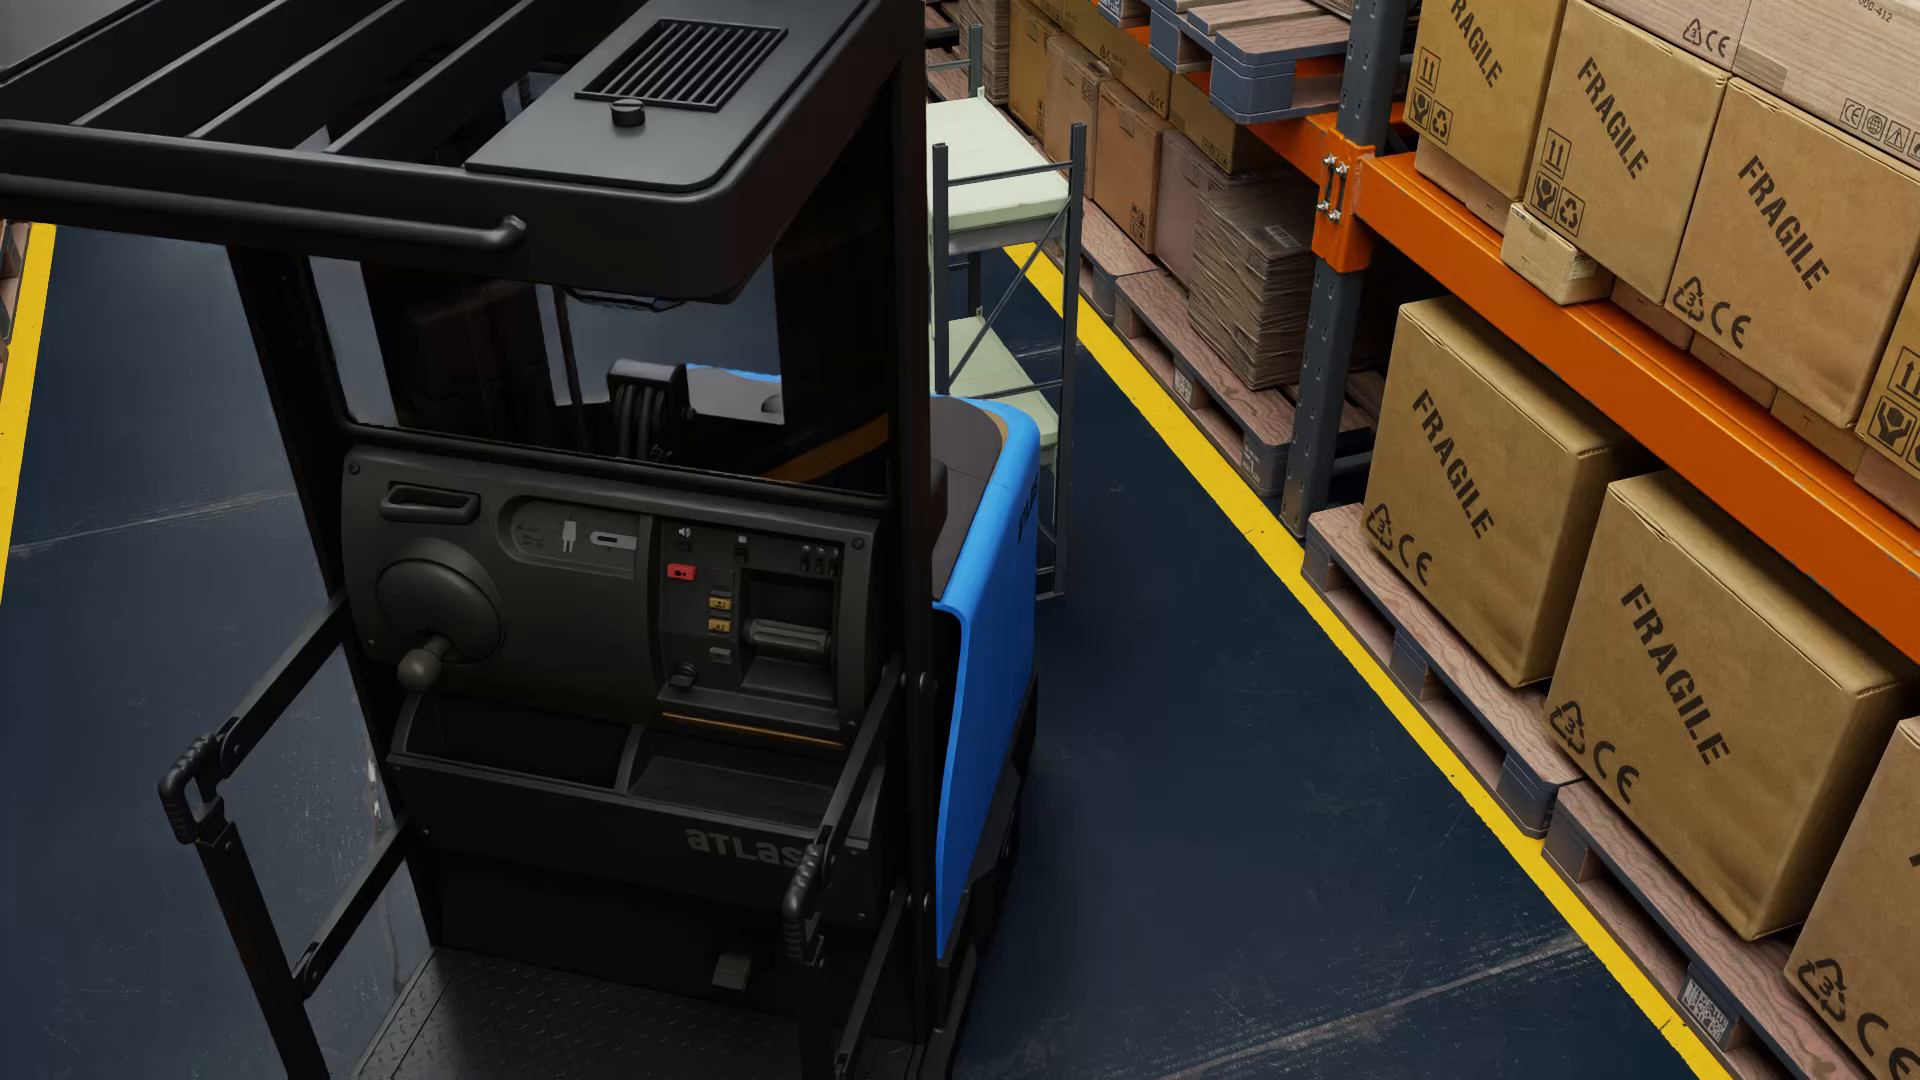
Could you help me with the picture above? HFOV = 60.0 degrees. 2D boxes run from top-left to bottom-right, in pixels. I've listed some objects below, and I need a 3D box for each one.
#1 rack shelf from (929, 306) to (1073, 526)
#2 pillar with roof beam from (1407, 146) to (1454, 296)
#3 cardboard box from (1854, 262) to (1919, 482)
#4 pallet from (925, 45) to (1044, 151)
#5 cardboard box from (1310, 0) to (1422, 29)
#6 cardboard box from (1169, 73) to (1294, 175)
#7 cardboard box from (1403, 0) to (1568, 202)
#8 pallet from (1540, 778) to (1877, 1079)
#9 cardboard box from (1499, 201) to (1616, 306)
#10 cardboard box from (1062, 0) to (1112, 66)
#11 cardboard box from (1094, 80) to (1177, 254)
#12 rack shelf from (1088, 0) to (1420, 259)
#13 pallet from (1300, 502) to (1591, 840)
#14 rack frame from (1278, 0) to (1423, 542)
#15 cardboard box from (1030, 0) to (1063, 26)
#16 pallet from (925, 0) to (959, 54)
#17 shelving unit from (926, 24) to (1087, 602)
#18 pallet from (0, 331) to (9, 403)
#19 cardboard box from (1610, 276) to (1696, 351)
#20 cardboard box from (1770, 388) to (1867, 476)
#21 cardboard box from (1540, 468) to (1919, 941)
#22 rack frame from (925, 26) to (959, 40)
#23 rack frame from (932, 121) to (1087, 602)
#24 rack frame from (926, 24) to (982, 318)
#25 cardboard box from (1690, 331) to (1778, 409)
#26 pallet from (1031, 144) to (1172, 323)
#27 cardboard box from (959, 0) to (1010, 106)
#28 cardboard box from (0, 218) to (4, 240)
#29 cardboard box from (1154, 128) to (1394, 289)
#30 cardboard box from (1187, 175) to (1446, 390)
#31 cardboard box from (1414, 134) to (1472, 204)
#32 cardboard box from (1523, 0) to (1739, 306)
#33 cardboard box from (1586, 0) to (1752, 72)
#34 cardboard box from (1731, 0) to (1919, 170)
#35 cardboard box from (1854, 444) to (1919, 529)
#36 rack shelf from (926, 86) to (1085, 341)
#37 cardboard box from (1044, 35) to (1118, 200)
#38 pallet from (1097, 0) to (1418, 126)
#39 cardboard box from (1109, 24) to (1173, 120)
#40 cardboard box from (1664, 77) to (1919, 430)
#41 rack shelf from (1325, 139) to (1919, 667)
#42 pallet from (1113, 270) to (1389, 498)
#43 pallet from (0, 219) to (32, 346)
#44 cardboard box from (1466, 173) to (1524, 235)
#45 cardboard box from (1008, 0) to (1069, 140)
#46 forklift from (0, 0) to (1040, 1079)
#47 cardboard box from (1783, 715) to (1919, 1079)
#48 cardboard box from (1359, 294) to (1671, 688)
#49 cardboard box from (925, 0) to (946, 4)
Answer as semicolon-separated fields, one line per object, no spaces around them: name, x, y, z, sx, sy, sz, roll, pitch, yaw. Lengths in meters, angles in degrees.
rack shelf;-0.002;-0.342;5.000;0.431;0.370;0.720;-12;39;-16
pillar with roof beam;-2.164;-3.750;2.749;9.100;9.000;0.400;-12;39;-16
cardboard box;1.968;-0.300;2.808;0.500;0.500;0.500;-11;38;-15
pallet;0.406;-2.038;7.780;1.003;0.211;1.213;-12;39;-16
cardboard box;1.342;-1.811;4.712;0.700;0.500;0.500;-17;40;-21
cardboard box;1.079;-1.539;5.889;0.500;0.250;0.500;-12;39;-15
cardboard box;1.440;-1.171;3.964;0.500;0.500;0.500;-11;38;-15
pallet;2.130;0.931;3.838;1.003;0.211;1.213;-12;39;-16
cardboard box;1.500;-0.693;3.870;0.380;0.149;0.250;-11;38;-15
cardboard box;0.743;-2.114;6.653;0.500;0.250;0.500;-14;39;-17
cardboard box;0.951;-1.495;6.453;0.700;0.500;0.500;-13;39;-16
rack shelf;0.825;-2.174;6.241;1.077;0.370;4.000;-12;39;-16
pallet;1.714;0.243;4.752;1.003;0.211;1.213;-12;39;-16
rack frame;1.513;-1.332;4.525;1.000;3.000;0.127;-12;39;-16
cardboard box;0.560;-2.408;7.042;0.500;0.250;0.500;-13;39;-17
pallet;-0.128;-2.849;8.858;1.003;0.211;1.213;-12;39;-16
shelving unit;-0.002;-0.603;4.804;0.431;1.500;0.755;-12;39;-16
pallet;-3.799;-0.351;5.541;1.003;0.211;1.213;-12;39;-16
cardboard box;1.702;-0.577;3.715;0.380;0.149;0.250;-13;39;-16
cardboard box;1.878;-0.284;3.326;0.380;0.149;0.250;-12;39;-15
cardboard box;1.939;0.298;3.799;0.750;0.750;0.750;-13;39;-16
rack frame;0.137;-3.591;7.525;1.000;3.000;0.127;-12;39;-16
rack frame;0.124;-0.396;4.529;0.400;1.500;0.023;-12;39;-16
rack frame;-0.128;-0.810;5.078;0.400;1.500;0.023;-12;39;-16
cardboard box;1.799;-0.432;3.523;0.380;0.149;0.250;-12;39;-15
pallet;0.830;-1.348;6.864;1.003;0.211;1.213;-12;39;-16
cardboard box;0.406;-2.356;7.597;0.700;0.500;0.500;-11;38;-14
cardboard box;-3.926;-1.173;6.250;0.500;0.250;0.500;-13;39;-17
cardboard box;1.148;-1.220;6.088;0.700;0.500;0.500;-13;39;-16
cardboard box;1.216;-0.905;5.670;0.700;0.500;0.500;-12;39;-15
cardboard box;1.409;-1.005;4.284;0.380;0.149;0.250;-13;39;-17
cardboard box;1.612;-0.873;3.569;0.500;0.500;0.500;-11;38;-14
cardboard box;1.613;-1.185;3.359;0.500;0.250;0.500;-13;39;-17
cardboard box;1.789;-0.903;2.985;0.500;0.250;0.500;-12;39;-16
cardboard box;1.947;-0.141;3.136;0.380;0.149;0.250;-12;39;-16
rack shelf;-0.002;-0.915;4.569;0.431;0.370;0.720;-12;39;-16
cardboard box;0.768;-1.778;6.829;0.700;0.500;0.500;-12;39;-15
pallet;1.168;-1.635;5.088;1.213;0.211;1.003;-12;39;-16
cardboard box;0.897;-1.829;6.273;0.500;0.250;0.500;-13;39;-16
cardboard box;1.781;-0.593;3.197;0.500;0.500;0.500;-13;39;-16
rack shelf;2.201;0.086;3.241;1.077;0.370;4.000;-12;39;-16
pallet;1.246;-0.660;5.950;1.003;0.211;1.213;-12;39;-16
pallet;-4.223;-1.042;6.457;1.003;0.211;1.213;-12;39;-16
cardboard box;1.488;-0.861;4.092;0.380;0.149;0.250;-12;39;-15
cardboard box;0.631;-2.075;7.223;0.700;0.500;0.500;-13;39;-17
forklift;-0.643;0.166;2.594;1.130;2.935;3.031;8;38;11
cardboard box;2.235;0.777;3.163;0.750;0.750;0.750;-11;38;-15
cardboard box;1.643;-0.198;4.458;0.750;0.750;0.750;-13;39;-17
cardboard box;-0.076;-2.931;8.638;0.380;0.166;0.250;-18;40;-22
